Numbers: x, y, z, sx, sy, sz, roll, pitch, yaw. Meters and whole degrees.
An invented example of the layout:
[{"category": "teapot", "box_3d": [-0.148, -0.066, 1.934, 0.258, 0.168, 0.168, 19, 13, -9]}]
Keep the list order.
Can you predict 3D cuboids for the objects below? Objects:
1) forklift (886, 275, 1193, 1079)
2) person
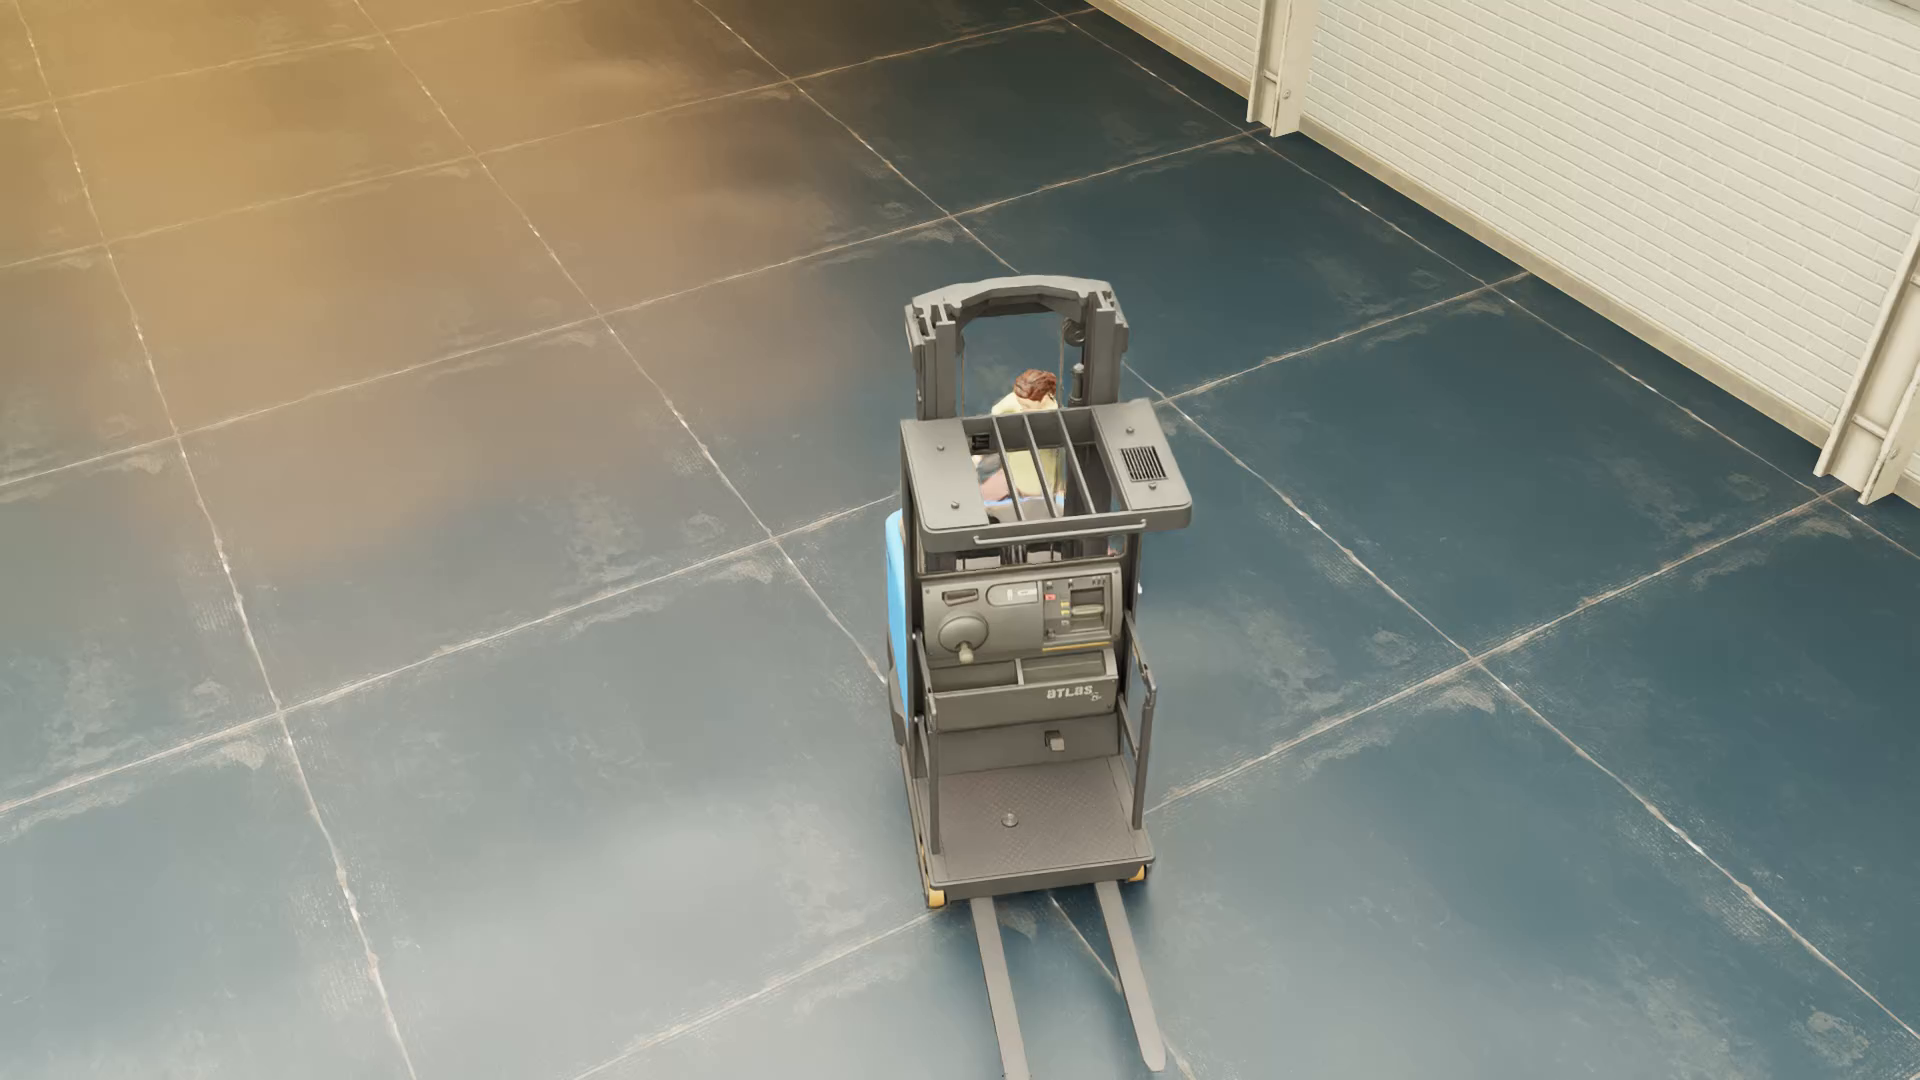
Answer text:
[{"category": "forklift", "box_3d": [0.326, 0.420, 7.529, 1.130, 2.935, 3.031, -6, 40, -7]}, {"category": "person", "box_3d": [0.404, -0.301, 9.529, 1.201, 1.478, 0.902, 26, 46, 28]}]
